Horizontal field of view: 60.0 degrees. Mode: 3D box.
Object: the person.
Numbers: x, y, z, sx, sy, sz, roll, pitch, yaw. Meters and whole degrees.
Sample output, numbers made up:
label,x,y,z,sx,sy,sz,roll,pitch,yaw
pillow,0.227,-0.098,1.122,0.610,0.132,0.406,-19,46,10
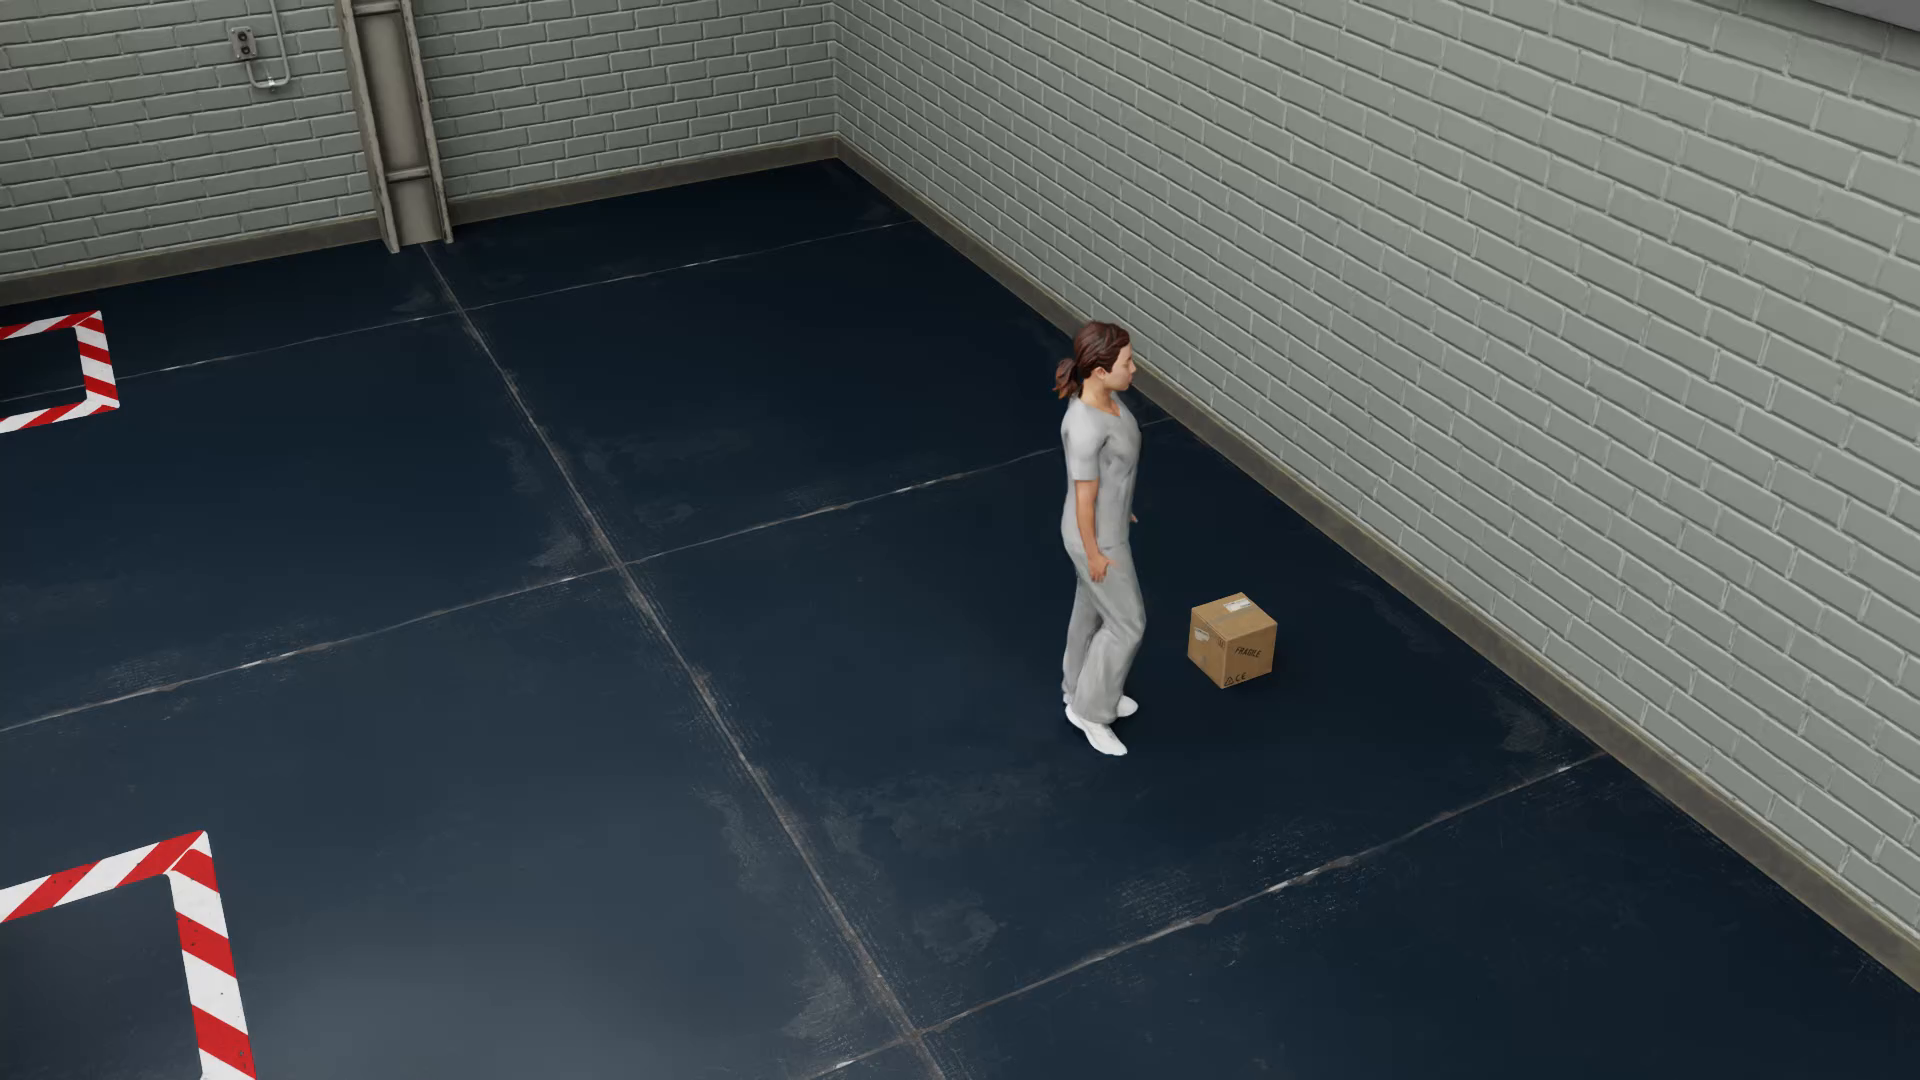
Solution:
label,x,y,z,sx,sy,sz,roll,pitch,yaw
person,0.516,-0.004,6.172,0.404,1.716,0.498,6,34,9
